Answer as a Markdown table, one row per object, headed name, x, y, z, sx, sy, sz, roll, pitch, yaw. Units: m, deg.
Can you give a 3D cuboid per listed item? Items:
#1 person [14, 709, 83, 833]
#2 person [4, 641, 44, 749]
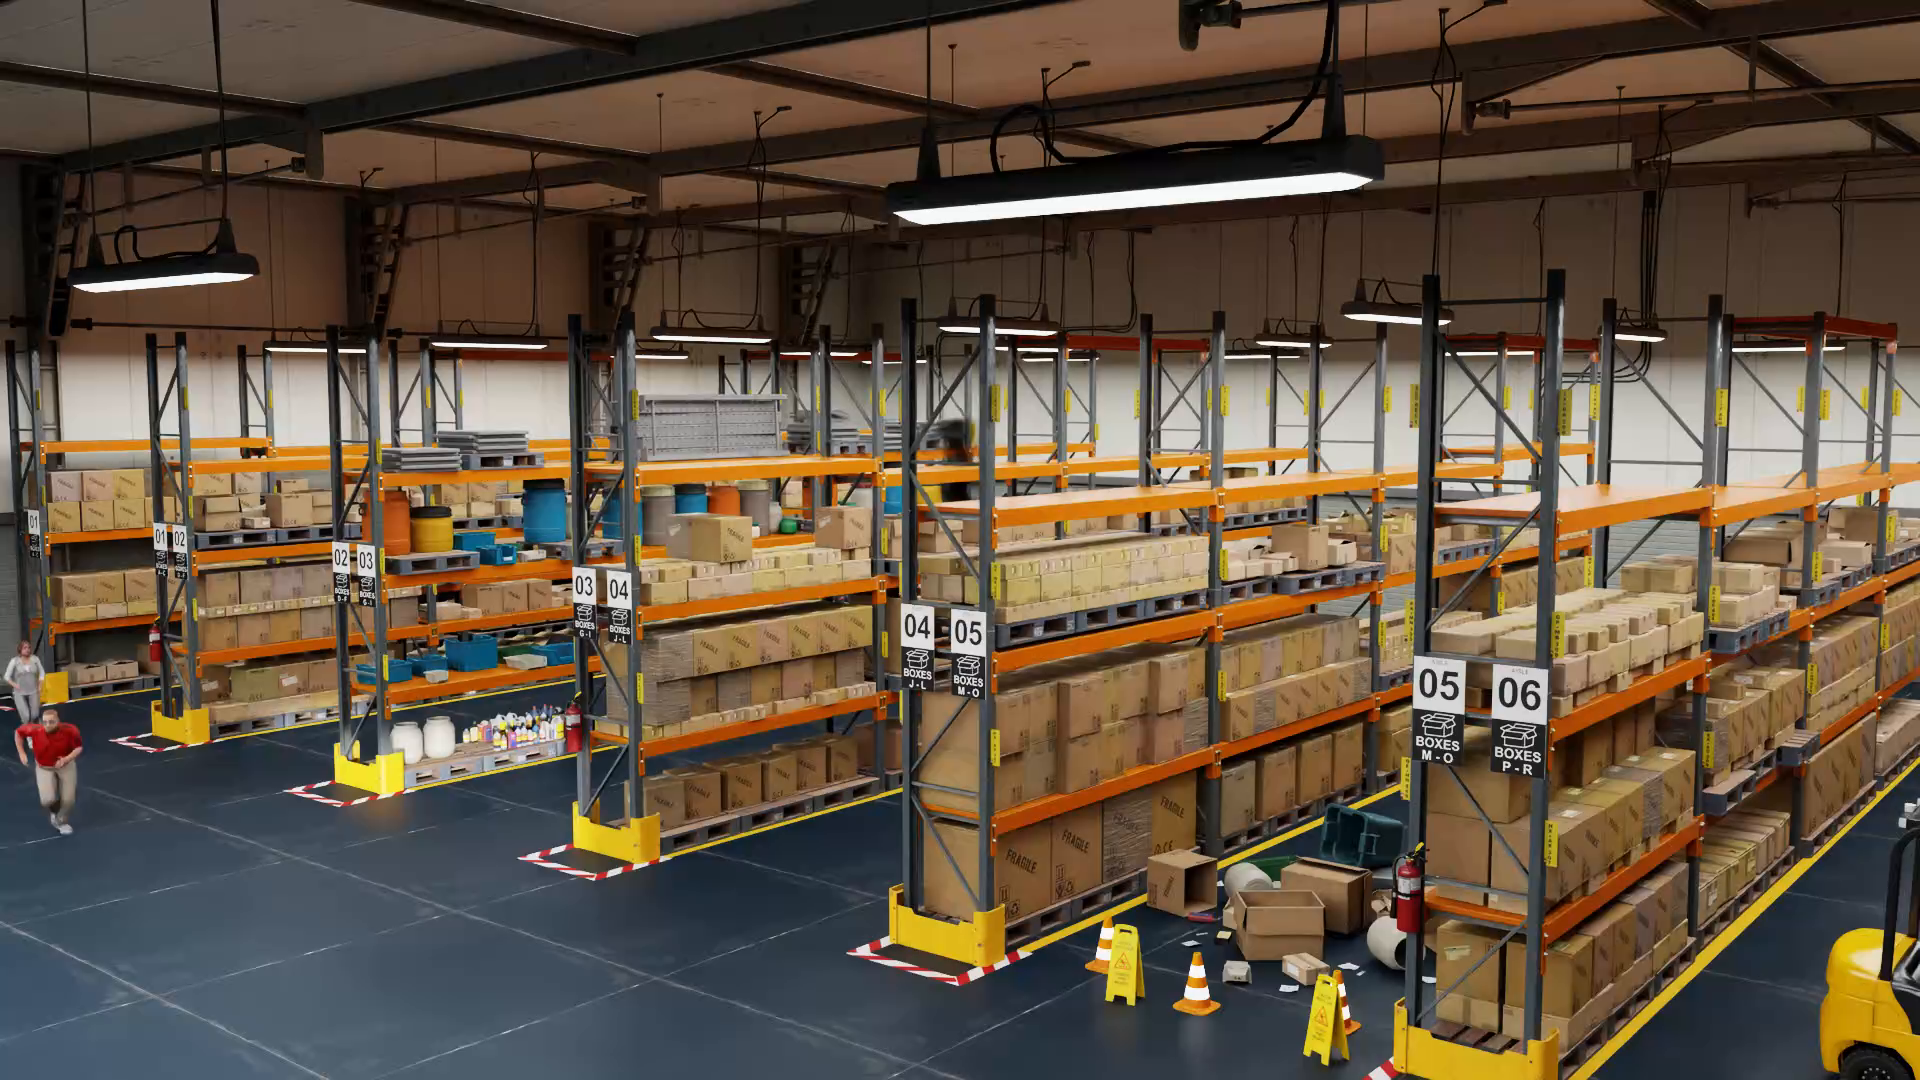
| name | x | y | z | sx | sy | sz | roll | pitch | yaw |
| --- | --- | --- | --- | --- | --- | --- | --- | --- | --- |
| person | -10.467 | 2.678 | 19.130 | 0.696 | 1.544 | 0.870 | -2 | 6 | -24 |
| person | -13.517 | 2.234 | 24.055 | 0.528 | 1.570 | 0.574 | -4 | 6 | -36 |
